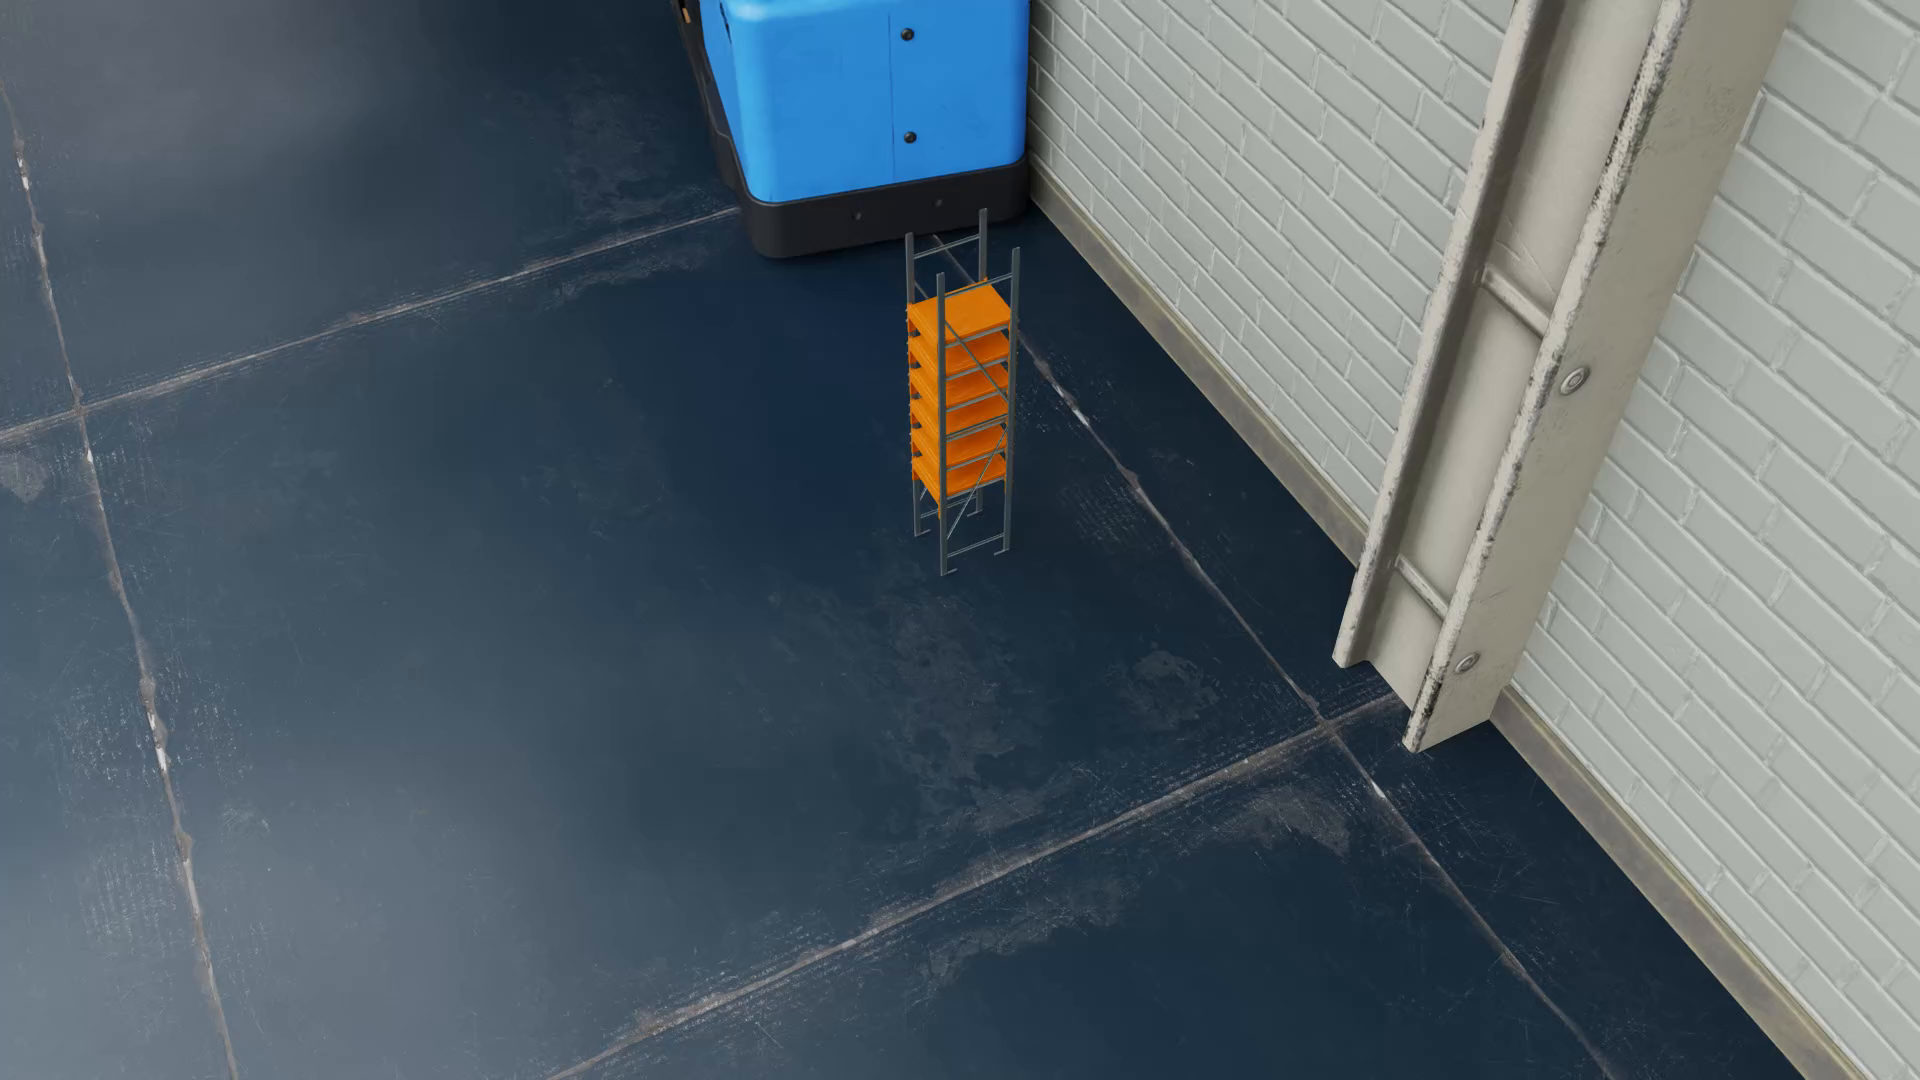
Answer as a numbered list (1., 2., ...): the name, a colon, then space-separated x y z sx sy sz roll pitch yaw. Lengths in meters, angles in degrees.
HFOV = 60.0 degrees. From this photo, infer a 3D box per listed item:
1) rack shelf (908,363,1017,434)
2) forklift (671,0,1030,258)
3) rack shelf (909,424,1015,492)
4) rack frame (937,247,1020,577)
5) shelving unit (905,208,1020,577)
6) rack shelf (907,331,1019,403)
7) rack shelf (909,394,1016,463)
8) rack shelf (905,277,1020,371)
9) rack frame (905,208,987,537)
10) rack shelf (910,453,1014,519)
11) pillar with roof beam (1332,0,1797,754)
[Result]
1. rack shelf: 0.007 -0.435 4.733 0.258 0.103 0.180 -21 52 -18
2. forklift: -0.626 -3.126 6.037 1.130 2.935 3.031 -12 50 -10
3. rack shelf: 0.007 -0.277 4.914 0.258 0.103 0.180 -21 52 -18
4. rack frame: 0.048 -0.324 4.736 0.240 1.200 0.006 -21 52 -18
5. shelving unit: 0.007 -0.385 4.790 0.258 1.200 0.189 -21 52 -18
6. rack shelf: 0.007 -0.514 4.643 0.258 0.103 0.180 -21 52 -18
7. rack shelf: 0.007 -0.356 4.823 0.258 0.103 0.180 -21 52 -18
8. rack shelf: 0.007 -0.593 4.552 0.258 0.103 0.180 -21 52 -18
9. rack frame: -0.035 -0.447 4.843 0.240 1.200 0.006 -21 52 -18
10. rack shelf: 0.007 -0.198 5.004 0.258 0.103 0.180 -21 52 -18
11. pillar with roof beam: -2.497 -1.057 0.196 9.100 9.000 0.400 -21 52 -18
